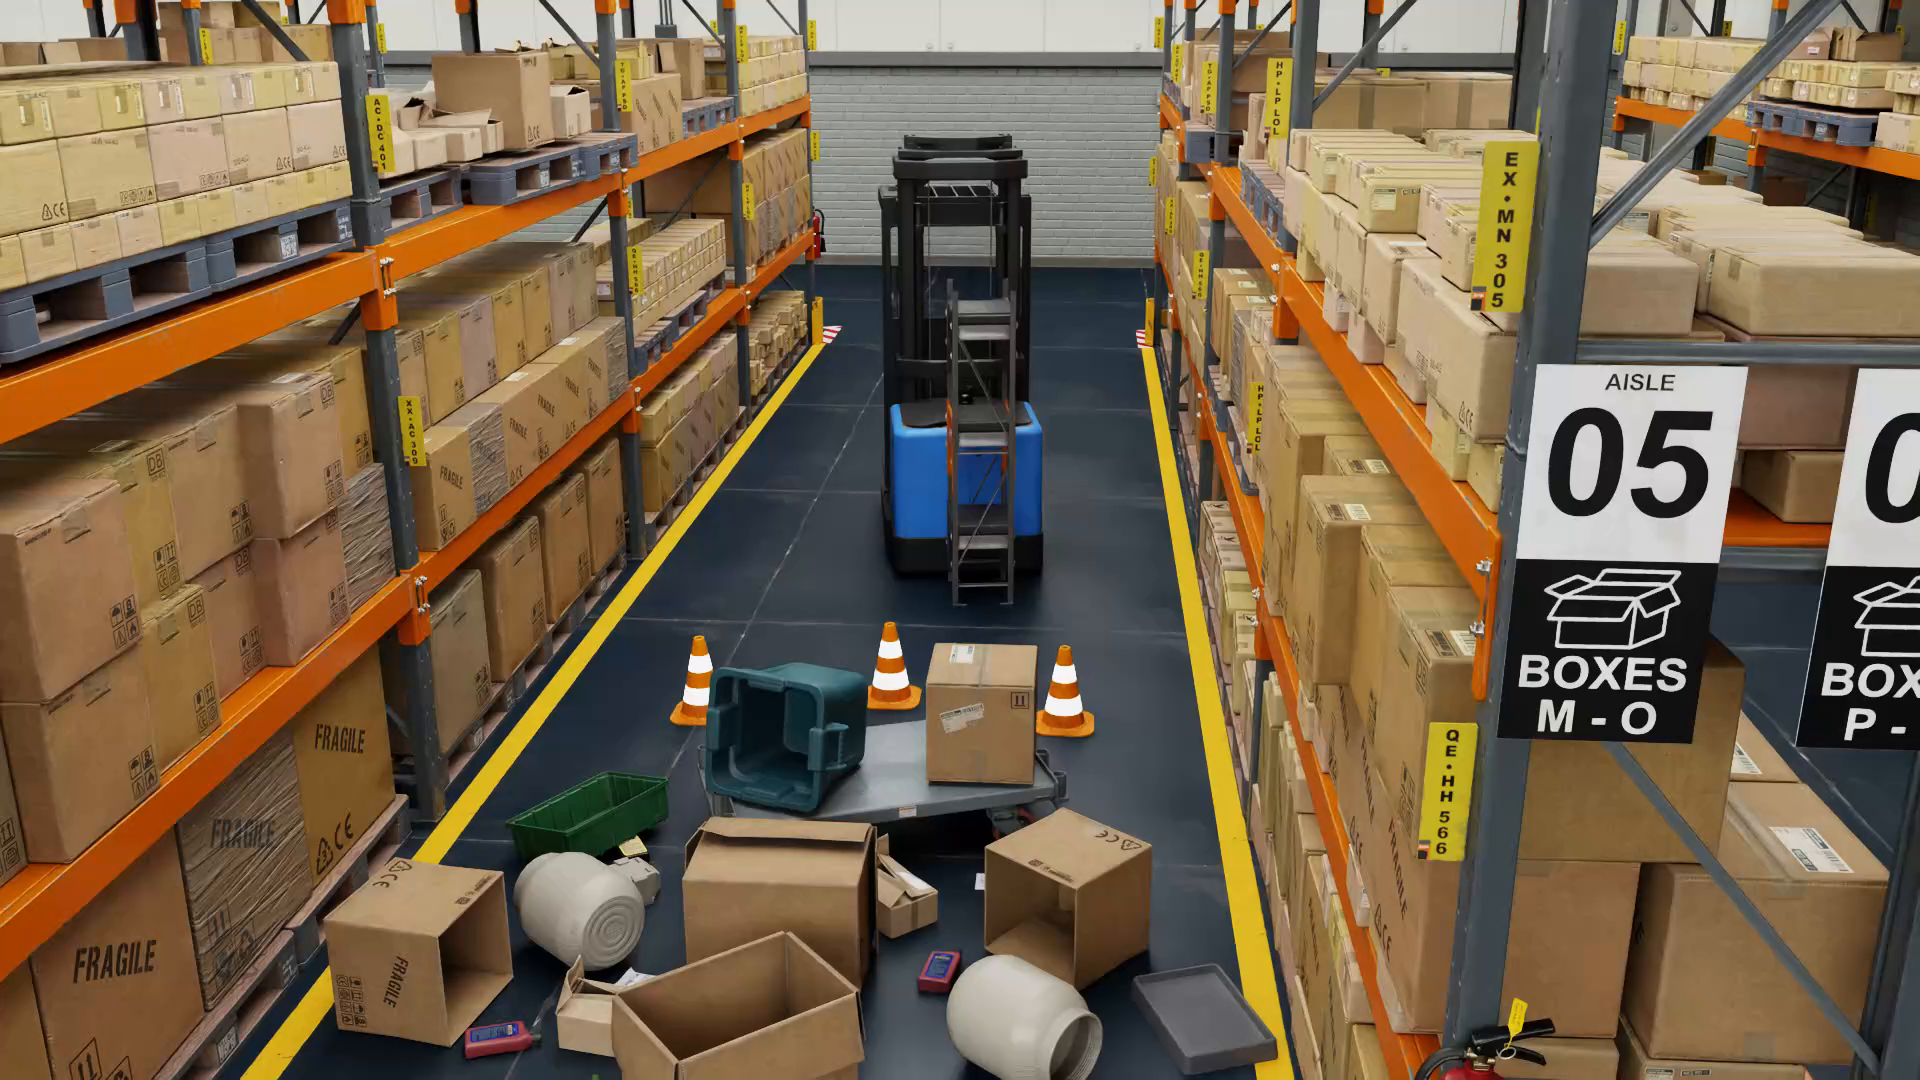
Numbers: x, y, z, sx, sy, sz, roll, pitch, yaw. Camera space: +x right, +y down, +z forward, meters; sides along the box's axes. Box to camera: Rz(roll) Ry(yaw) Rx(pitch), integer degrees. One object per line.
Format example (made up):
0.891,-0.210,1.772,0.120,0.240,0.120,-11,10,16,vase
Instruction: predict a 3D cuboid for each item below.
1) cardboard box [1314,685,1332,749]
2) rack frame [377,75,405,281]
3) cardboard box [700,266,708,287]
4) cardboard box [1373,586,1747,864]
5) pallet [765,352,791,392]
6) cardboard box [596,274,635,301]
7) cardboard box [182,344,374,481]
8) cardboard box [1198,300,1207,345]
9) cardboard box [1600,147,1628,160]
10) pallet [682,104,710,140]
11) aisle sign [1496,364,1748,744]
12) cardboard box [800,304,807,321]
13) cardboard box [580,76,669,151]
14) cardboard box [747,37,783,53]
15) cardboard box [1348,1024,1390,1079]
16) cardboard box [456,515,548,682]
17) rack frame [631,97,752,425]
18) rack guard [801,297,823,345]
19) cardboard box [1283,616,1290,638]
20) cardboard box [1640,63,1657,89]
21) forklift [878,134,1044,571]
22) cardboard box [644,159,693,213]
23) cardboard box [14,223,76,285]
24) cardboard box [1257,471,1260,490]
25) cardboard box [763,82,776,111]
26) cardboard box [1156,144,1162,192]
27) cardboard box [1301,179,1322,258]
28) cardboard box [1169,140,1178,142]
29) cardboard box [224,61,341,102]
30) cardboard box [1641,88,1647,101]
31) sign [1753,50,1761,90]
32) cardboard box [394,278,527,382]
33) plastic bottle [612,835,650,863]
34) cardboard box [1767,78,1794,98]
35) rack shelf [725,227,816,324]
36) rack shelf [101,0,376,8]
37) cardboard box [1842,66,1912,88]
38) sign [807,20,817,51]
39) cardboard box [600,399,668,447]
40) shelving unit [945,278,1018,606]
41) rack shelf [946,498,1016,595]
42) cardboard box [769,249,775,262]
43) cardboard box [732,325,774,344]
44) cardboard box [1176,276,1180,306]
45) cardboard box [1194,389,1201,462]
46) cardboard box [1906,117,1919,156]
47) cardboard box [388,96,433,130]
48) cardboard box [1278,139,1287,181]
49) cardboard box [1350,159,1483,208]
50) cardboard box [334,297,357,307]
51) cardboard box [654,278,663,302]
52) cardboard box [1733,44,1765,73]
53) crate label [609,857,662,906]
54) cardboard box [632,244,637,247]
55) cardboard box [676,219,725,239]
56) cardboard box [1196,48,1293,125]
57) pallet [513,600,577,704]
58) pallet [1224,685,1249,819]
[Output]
1.499,0.432,5.650,0.500,0.500,0.500,1,18,5,cardboard box
-7.137,-3.928,19.592,1.000,3.000,0.127,1,18,4,rack frame
-2.371,-2.260,14.231,0.380,0.149,0.250,0,18,1,cardboard box
1.419,0.435,4.033,0.700,0.500,0.500,1,18,3,cardboard box
-2.386,-1.807,17.600,1.003,0.211,1.213,1,18,4,pallet
-2.544,-1.804,11.886,0.380,0.149,0.250,1,18,4,cardboard box
-3.118,-0.529,7.246,0.875,0.550,0.550,1,18,4,cardboard box
1.955,-1.544,11.756,0.500,0.250,0.500,1,18,4,cardboard box
2.144,-1.316,5.928,0.380,0.149,0.250,2,18,6,cardboard box
-2.706,-3.368,13.368,1.213,0.211,1.003,1,18,4,pallet
1.307,0.040,3.308,0.394,0.787,0.004,1,18,4,aisle sign
-1.950,-2.601,18.971,0.380,0.149,0.250,1,18,2,cardboard box
-2.436,-3.101,12.091,0.500,0.500,0.500,1,18,4,cardboard box
-2.050,-5.141,17.275,0.380,0.149,0.250,1,18,3,cardboard box
1.398,1.759,4.775,0.500,0.500,0.500,1,18,4,cardboard box
-3.030,0.317,9.578,1.050,0.750,0.750,1,18,4,cardboard box
-2.484,-2.543,15.367,1.000,3.000,0.127,1,18,4,rack frame
-2.203,-2.574,19.476,1.175,0.500,0.348,1,18,4,rack guard
1.578,0.310,7.062,0.380,0.149,0.250,2,18,6,cardboard box
7.378,-4.802,17.207,0.500,0.250,0.500,2,18,5,cardboard box
-0.046,-1.586,12.556,1.130,2.935,3.031,-1,18,-4,forklift
-2.720,-3.359,15.613,0.500,0.500,0.500,1,18,2,cardboard box
-2.909,-0.861,4.983,0.380,0.149,0.250,1,18,4,cardboard box
1.685,-0.307,8.272,0.380,0.149,0.250,1,18,2,cardboard box
-2.104,-4.352,16.312,0.500,0.250,0.500,2,18,6,cardboard box
2.429,-4.086,18.310,0.500,0.500,0.500,1,18,3,cardboard box
1.555,-1.184,6.165,0.500,0.250,0.500,1,18,3,cardboard box
2.338,-4.031,17.098,0.380,0.149,0.250,1,18,4,cardboard box
-2.766,-1.870,6.783,0.380,0.149,0.250,1,18,3,cardboard box
7.451,-4.727,17.618,0.380,0.149,0.250,2,18,5,cardboard box
6.870,-4.035,14.273,0.100,0.325,0.005,1,18,4,sign
-2.919,-1.209,9.529,0.700,0.500,0.500,1,18,3,cardboard box
-1.572,1.457,7.877,0.133,0.061,0.283,-9,20,-25,plastic bottle
6.940,-3.744,13.783,0.380,0.149,0.250,1,18,5,cardboard box
-2.341,-2.822,17.375,1.077,0.370,4.000,1,18,4,rack shelf
-7.281,-5.625,16.937,1.077,0.370,4.000,1,18,4,rack shelf
6.901,-3.486,12.519,0.380,0.149,0.250,1,18,4,cardboard box
-1.645,-5.613,18.497,0.100,0.325,0.005,1,18,4,sign
-2.480,-0.878,12.420,0.500,0.250,0.500,0,18,1,cardboard box
0.135,-0.639,11.000,0.431,2.100,0.503,-1,18,-4,shelving unit
0.135,0.040,11.222,0.431,0.518,0.480,-1,18,-4,rack shelf
-2.091,-2.915,16.904,0.380,0.149,0.250,2,18,6,cardboard box
-2.109,-2.096,16.950,0.380,0.149,0.250,2,18,5,cardboard box
2.130,-2.101,14.259,0.500,0.250,0.500,1,18,3,cardboard box
2.439,-1.179,13.941,0.875,0.875,0.875,2,18,6,cardboard box
6.955,-2.787,11.535,0.500,0.250,0.500,1,18,4,cardboard box
-3.151,-2.238,8.927,0.500,0.311,0.500,1,18,2,cardboard box
1.826,-1.875,8.077,0.500,0.250,0.500,2,18,5,cardboard box
1.500,-1.168,5.476,0.380,0.149,0.250,1,18,3,cardboard box
-7.169,-2.634,18.383,0.875,0.875,0.875,1,18,4,cardboard box
-2.485,-1.914,12.697,0.380,0.149,0.250,1,18,4,cardboard box
7.208,-4.250,14.718,0.500,0.250,0.500,1,18,4,cardboard box
-1.507,1.545,7.487,0.298,0.136,0.250,-13,22,-34,crate label
-3.006,-2.492,14.462,0.380,0.149,0.250,2,18,5,cardboard box
-2.318,-2.777,14.854,0.380,0.149,0.250,2,18,6,cardboard box
2.055,-3.206,11.738,0.700,0.500,0.500,0,18,1,cardboard box
-2.993,0.645,10.115,1.003,0.211,1.213,1,18,4,pallet
1.941,1.104,8.715,1.003,0.211,1.213,1,18,4,pallet
